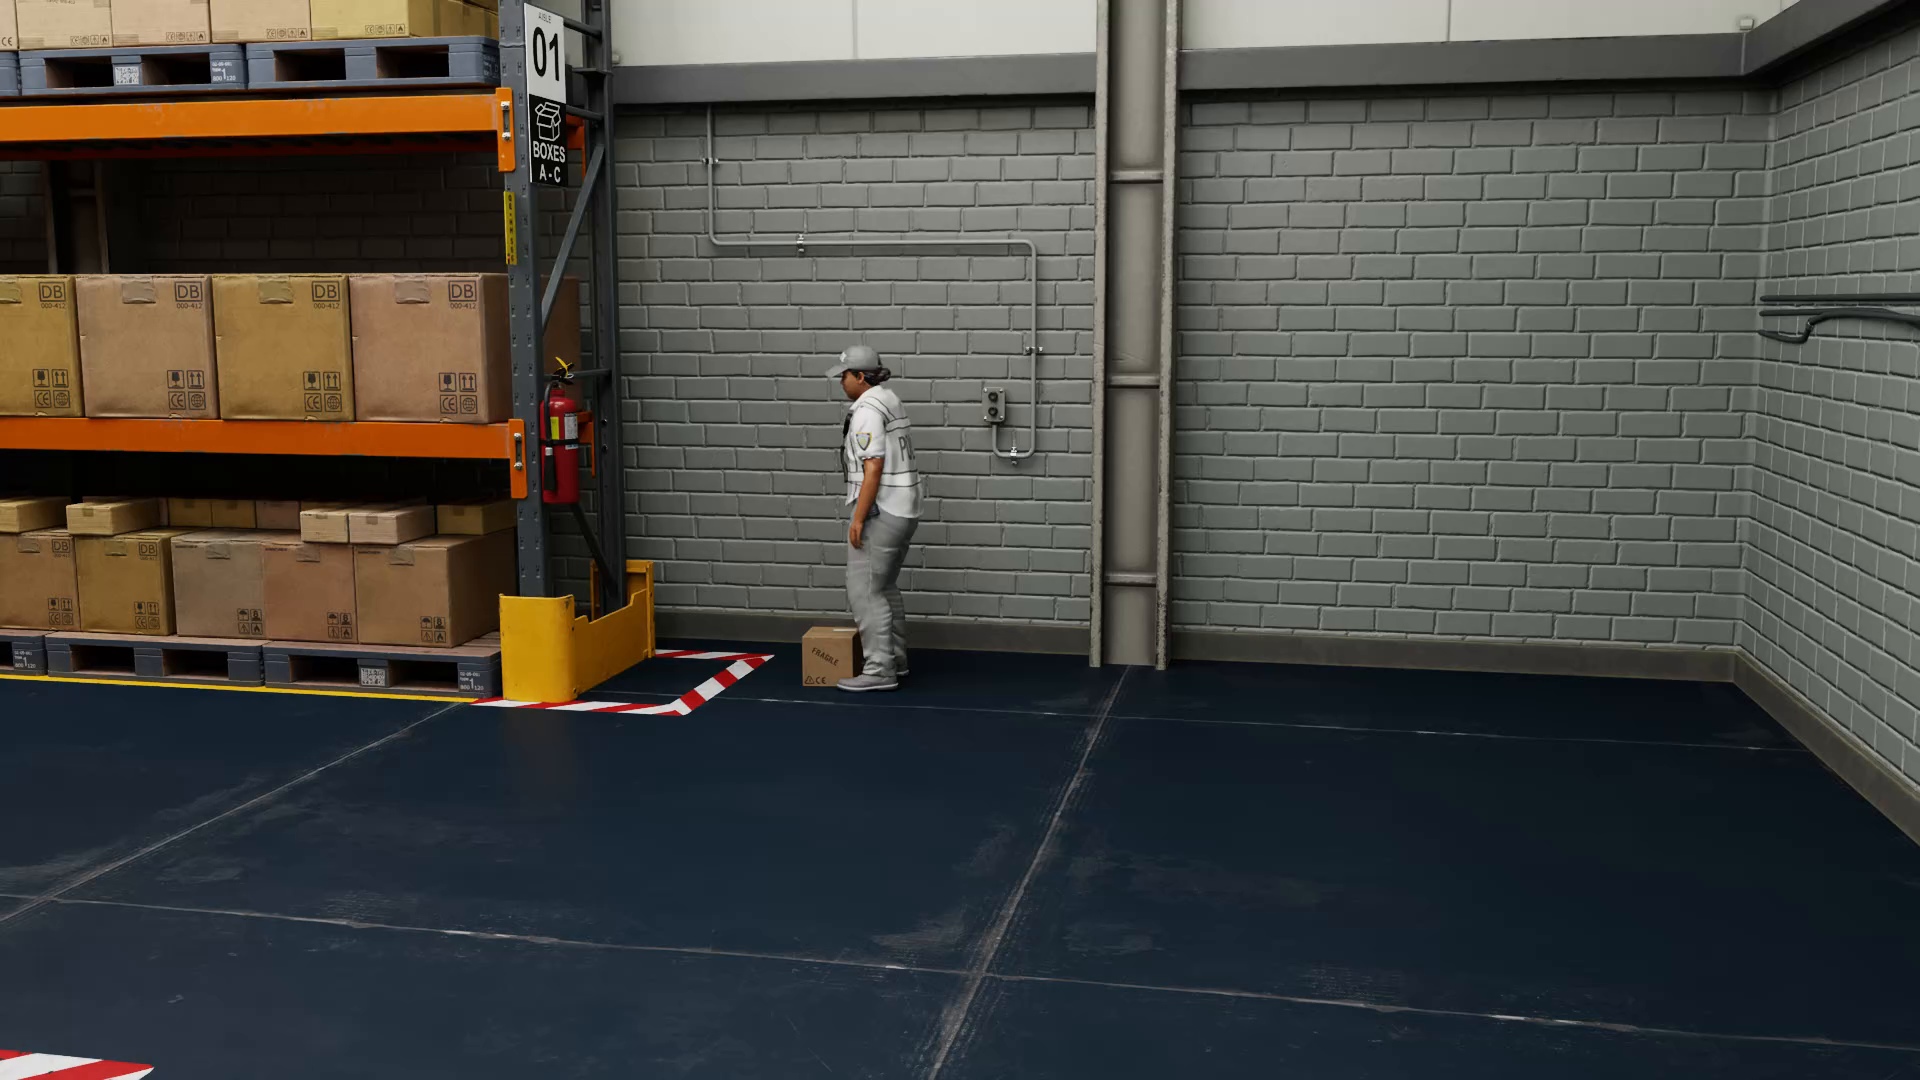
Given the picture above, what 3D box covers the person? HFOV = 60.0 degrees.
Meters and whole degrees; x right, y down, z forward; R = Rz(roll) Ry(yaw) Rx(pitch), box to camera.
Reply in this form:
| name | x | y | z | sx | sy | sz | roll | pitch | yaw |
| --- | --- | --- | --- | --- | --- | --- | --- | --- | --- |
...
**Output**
| name | x | y | z | sx | sy | sz | roll | pitch | yaw |
| --- | --- | --- | --- | --- | --- | --- | --- | --- | --- |
| person | -0.419 | -0.116 | 8.110 | 0.467 | 1.667 | 0.540 | 2 | 8 | 11 |
